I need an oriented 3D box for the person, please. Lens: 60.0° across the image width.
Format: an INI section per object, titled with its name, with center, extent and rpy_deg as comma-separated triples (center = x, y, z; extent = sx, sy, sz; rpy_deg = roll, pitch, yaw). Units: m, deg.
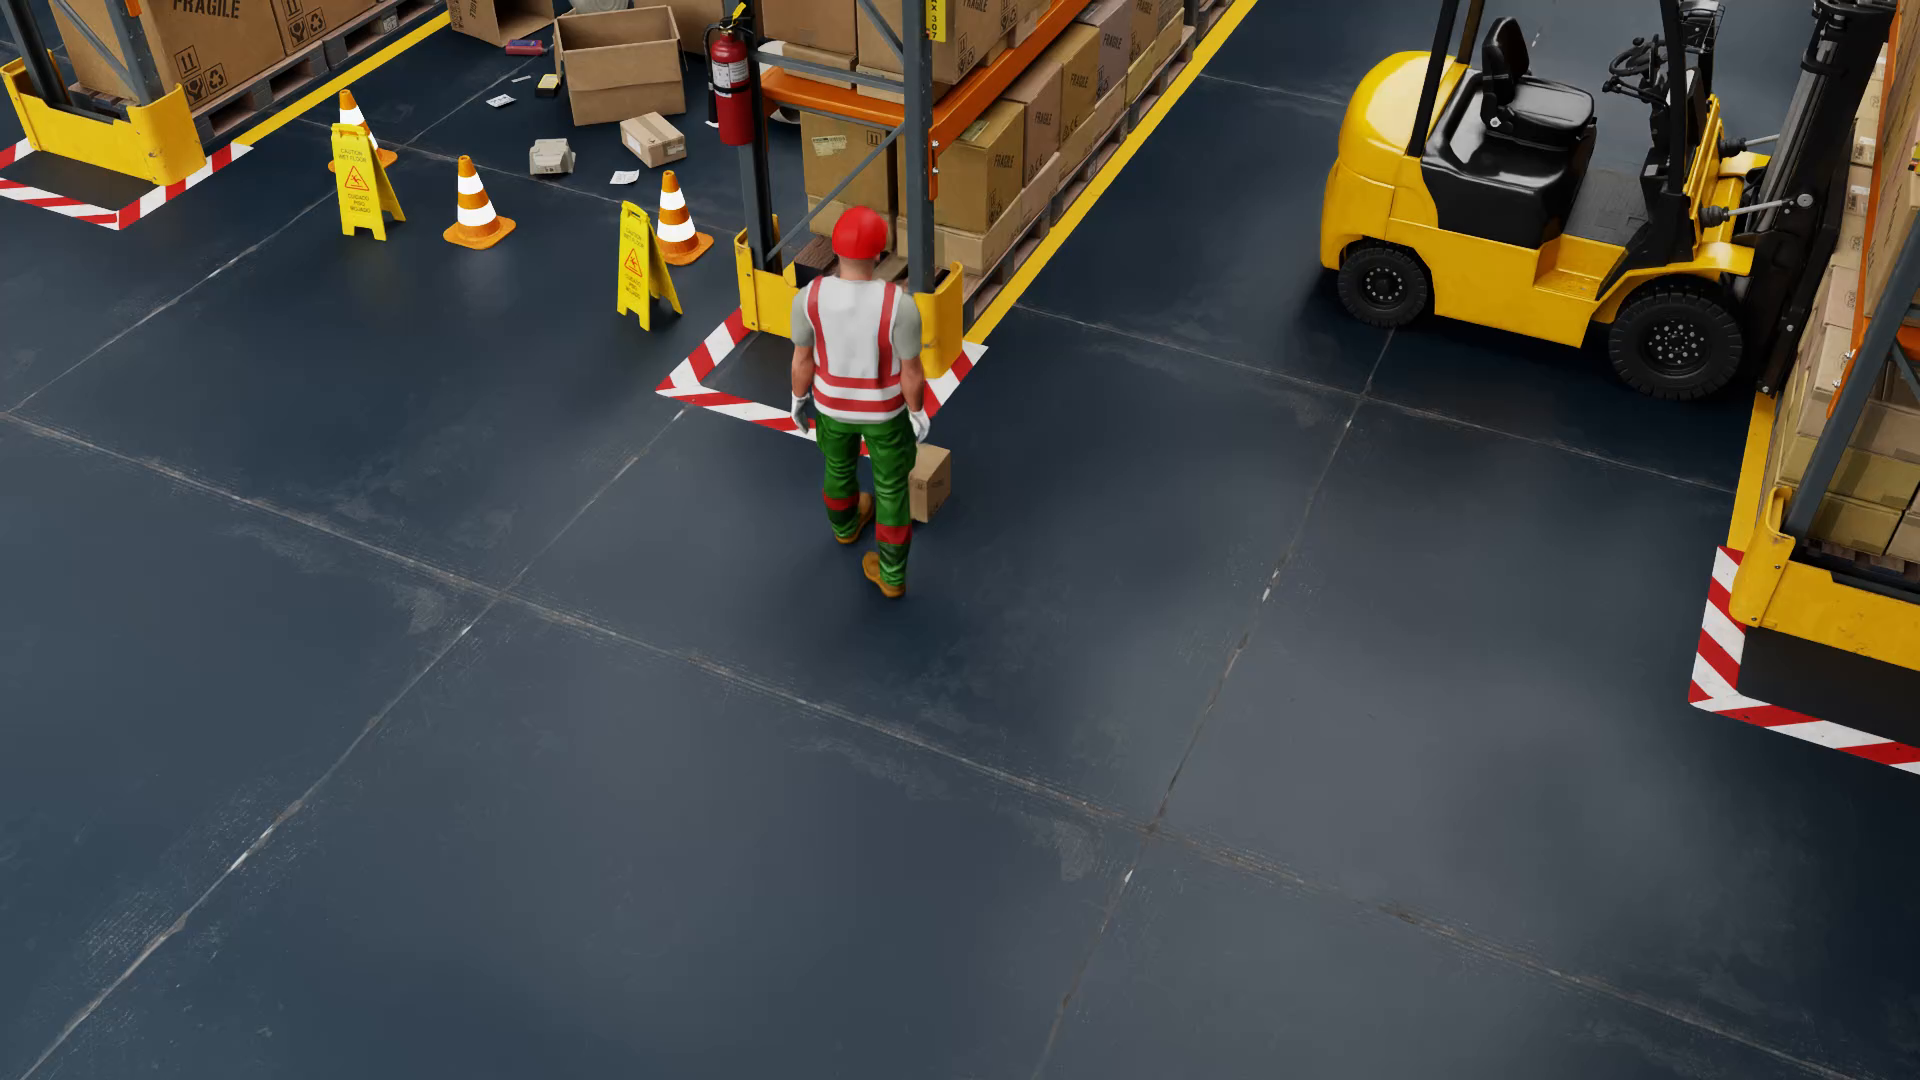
[person]
center = -0.389, -0.618, 6.834
extent = 0.574, 1.786, 0.618
rpy_deg = 5, 42, 6
